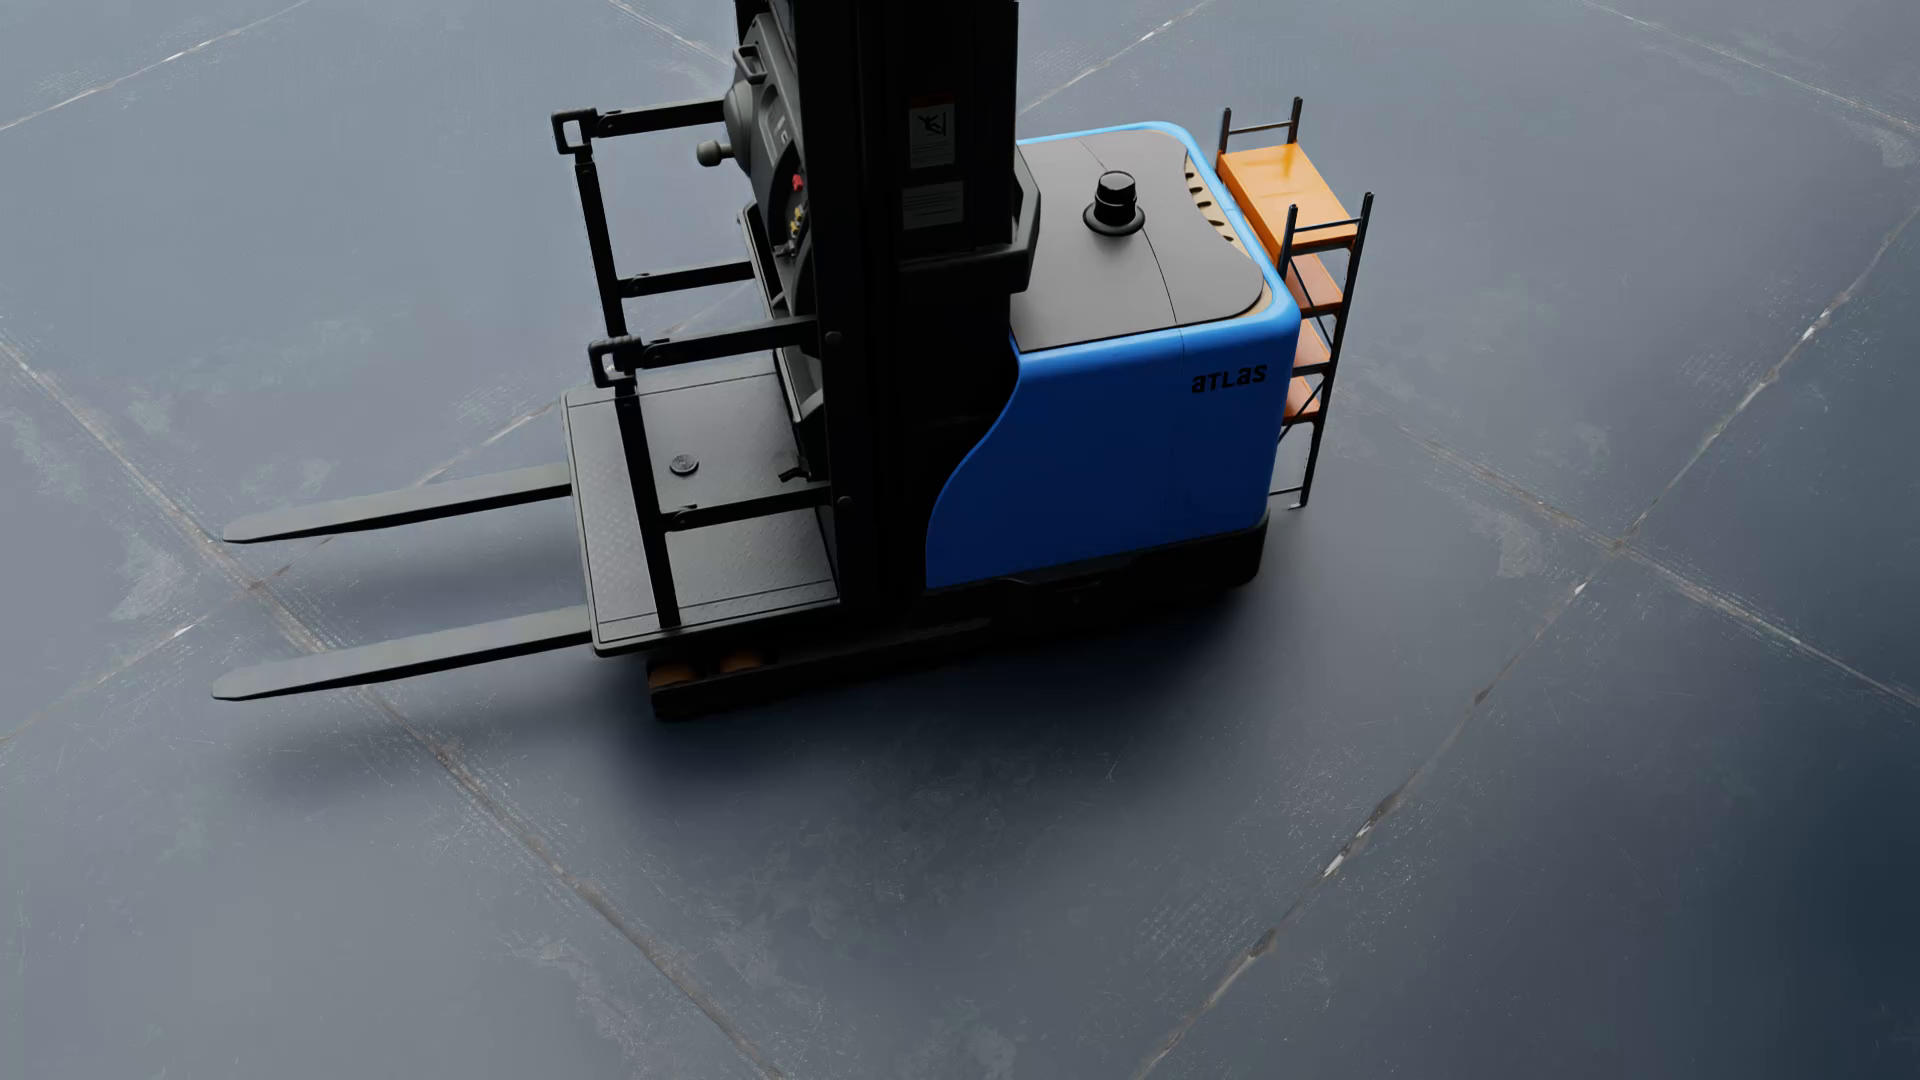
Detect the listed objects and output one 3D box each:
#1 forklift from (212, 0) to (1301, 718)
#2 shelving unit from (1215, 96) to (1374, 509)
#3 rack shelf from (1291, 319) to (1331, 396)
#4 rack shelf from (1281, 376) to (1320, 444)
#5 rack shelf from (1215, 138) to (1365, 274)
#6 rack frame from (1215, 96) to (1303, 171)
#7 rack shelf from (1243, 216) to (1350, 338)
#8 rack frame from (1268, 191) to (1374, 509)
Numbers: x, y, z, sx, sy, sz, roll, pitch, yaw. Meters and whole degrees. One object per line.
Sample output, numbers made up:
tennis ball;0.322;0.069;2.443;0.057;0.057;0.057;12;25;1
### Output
forklift;-0.658;-0.928;4.111;3.031;2.935;1.130;-11;48;-10
shelving unit;0.935;-0.674;5.060;0.258;1.200;0.503;-11;48;-10
rack shelf;0.935;-0.628;5.109;0.258;0.148;0.480;-11;48;-10
rack shelf;0.935;-0.492;5.254;0.258;0.148;0.480;-11;48;-10
rack shelf;0.935;-0.943;4.774;0.258;0.148;0.480;-11;48;-10
rack frame;0.872;-0.846;5.222;0.240;1.200;0.015;-11;48;-10
rack shelf;0.935;-0.782;4.946;0.258;0.148;0.480;-11;48;-10
rack frame;0.998;-0.503;4.899;0.240;1.200;0.015;-11;48;-10
